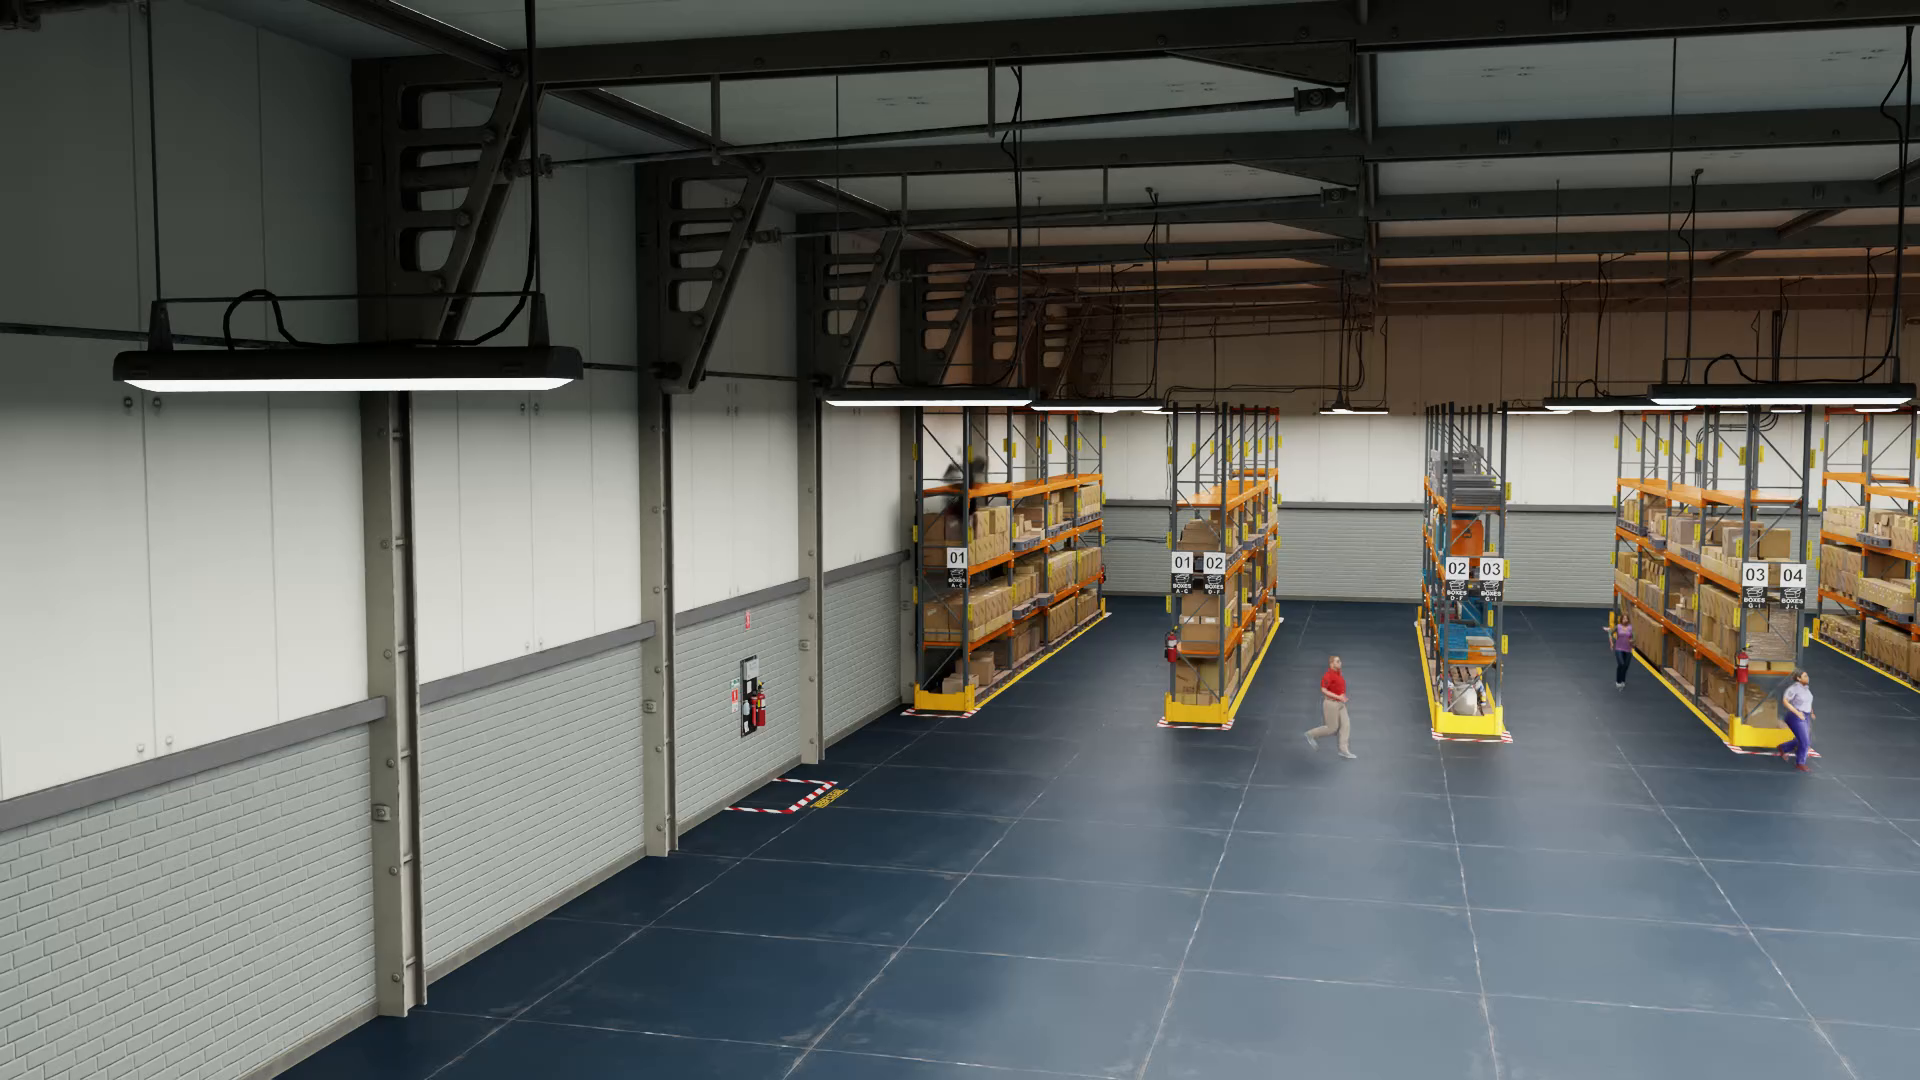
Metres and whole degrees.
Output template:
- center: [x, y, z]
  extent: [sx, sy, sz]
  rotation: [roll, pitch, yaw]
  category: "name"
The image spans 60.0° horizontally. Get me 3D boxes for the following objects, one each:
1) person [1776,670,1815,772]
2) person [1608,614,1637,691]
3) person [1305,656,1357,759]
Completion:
- center: [13.631, 2.932, 27.133]
  extent: [0.634, 1.605, 0.655]
  rotation: [-3, 5, -40]
  category: "person"
- center: [13.898, 2.349, 34.860]
  extent: [0.503, 1.617, 0.682]
  rotation: [1, 4, 7]
  category: "person"
- center: [6.287, 2.805, 28.059]
  extent: [0.879, 1.722, 0.669]
  rotation: [3, 5, 37]
  category: "person"
